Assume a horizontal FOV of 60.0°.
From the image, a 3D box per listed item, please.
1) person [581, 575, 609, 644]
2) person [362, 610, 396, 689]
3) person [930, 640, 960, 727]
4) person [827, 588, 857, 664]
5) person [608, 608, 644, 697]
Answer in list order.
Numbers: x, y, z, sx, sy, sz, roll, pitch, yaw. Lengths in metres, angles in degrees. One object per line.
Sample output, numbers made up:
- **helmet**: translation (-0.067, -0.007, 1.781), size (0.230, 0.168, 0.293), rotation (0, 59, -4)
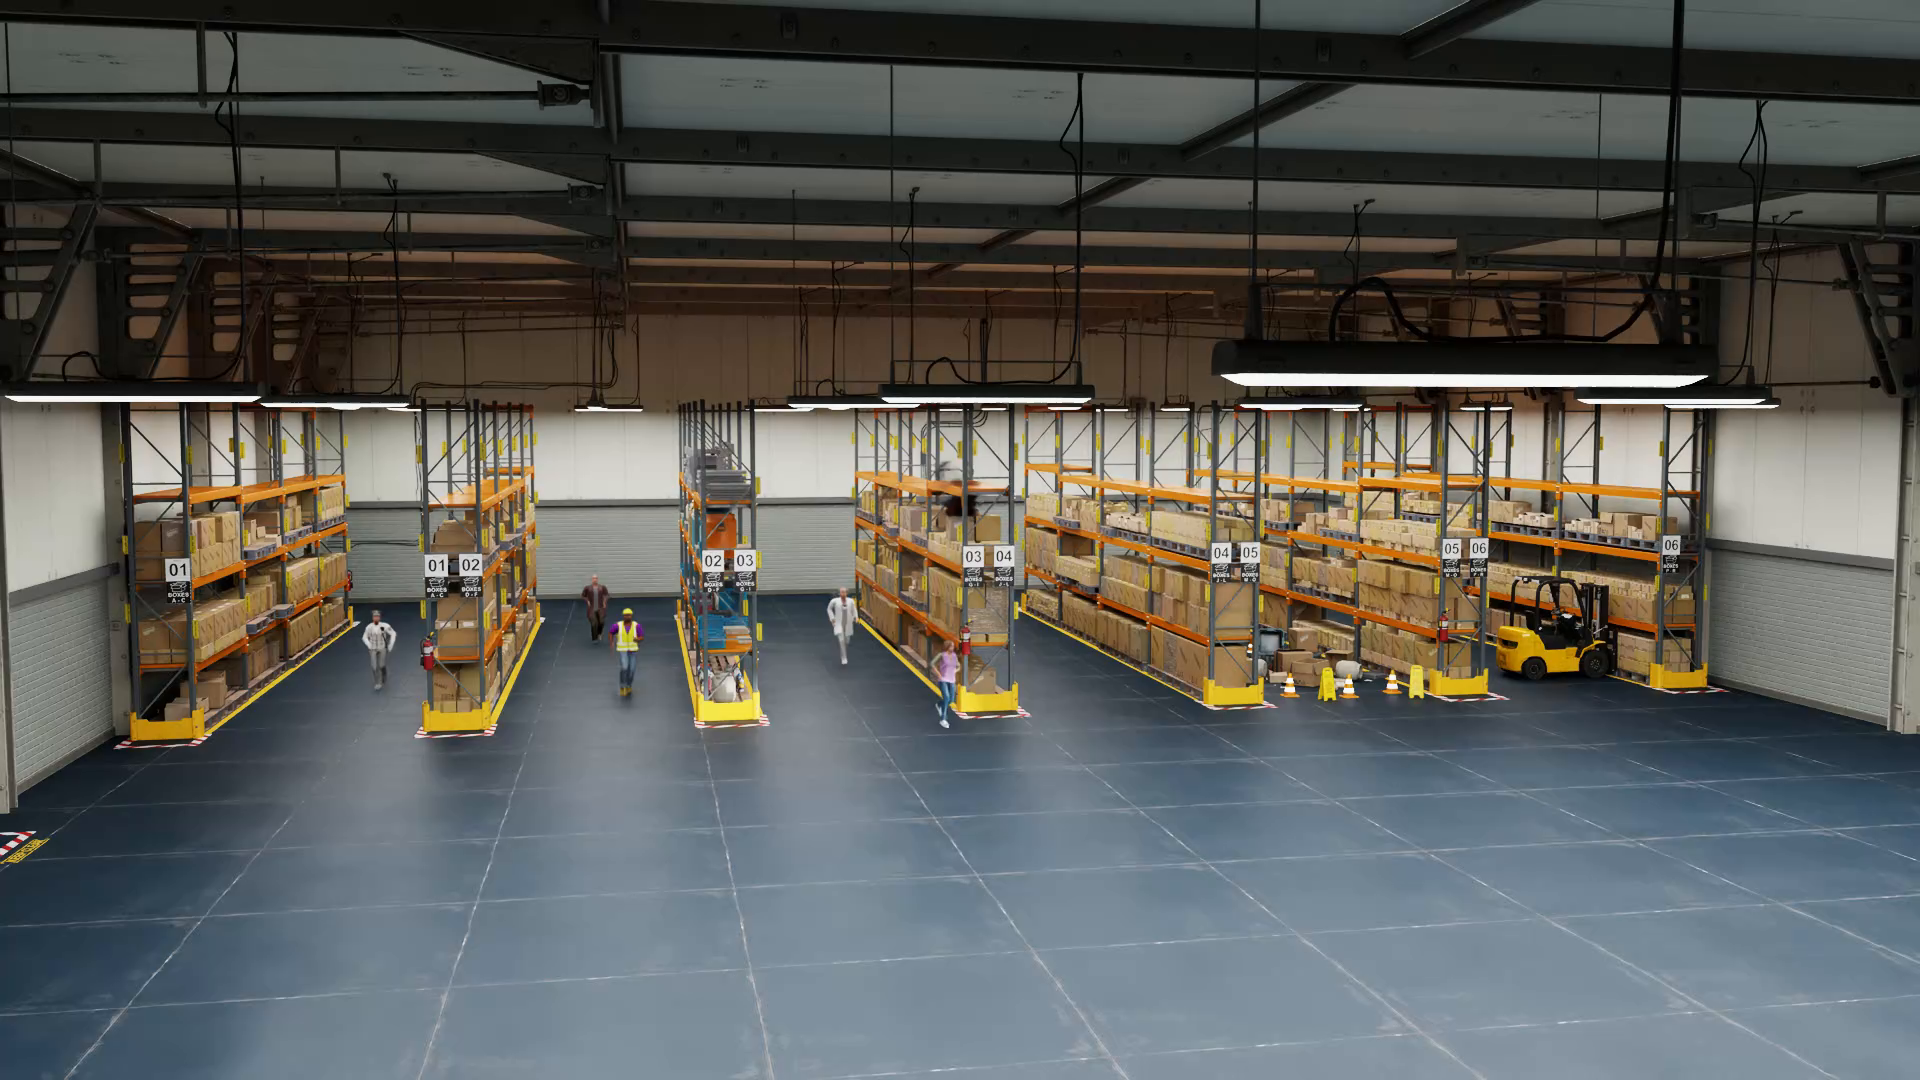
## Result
- **person**: translation (-9.069, 1.728, 41.418), size (0.703, 1.729, 0.653), rotation (-1, 5, -18)
- **person**: translation (-12.128, 2.281, 34.686), size (0.648, 1.658, 0.558), rotation (-1, 4, -11)
- **person**: translation (-0.248, 2.634, 30.902), size (0.565, 1.570, 0.781), rotation (-3, 5, -34)
- **person**: translation (-2.727, 1.957, 38.455), size (0.693, 1.745, 0.862), rotation (-1, 4, -16)
- **person**: translation (-6.773, 2.291, 33.876), size (0.670, 1.801, 0.728), rotation (-2, 5, -22)
